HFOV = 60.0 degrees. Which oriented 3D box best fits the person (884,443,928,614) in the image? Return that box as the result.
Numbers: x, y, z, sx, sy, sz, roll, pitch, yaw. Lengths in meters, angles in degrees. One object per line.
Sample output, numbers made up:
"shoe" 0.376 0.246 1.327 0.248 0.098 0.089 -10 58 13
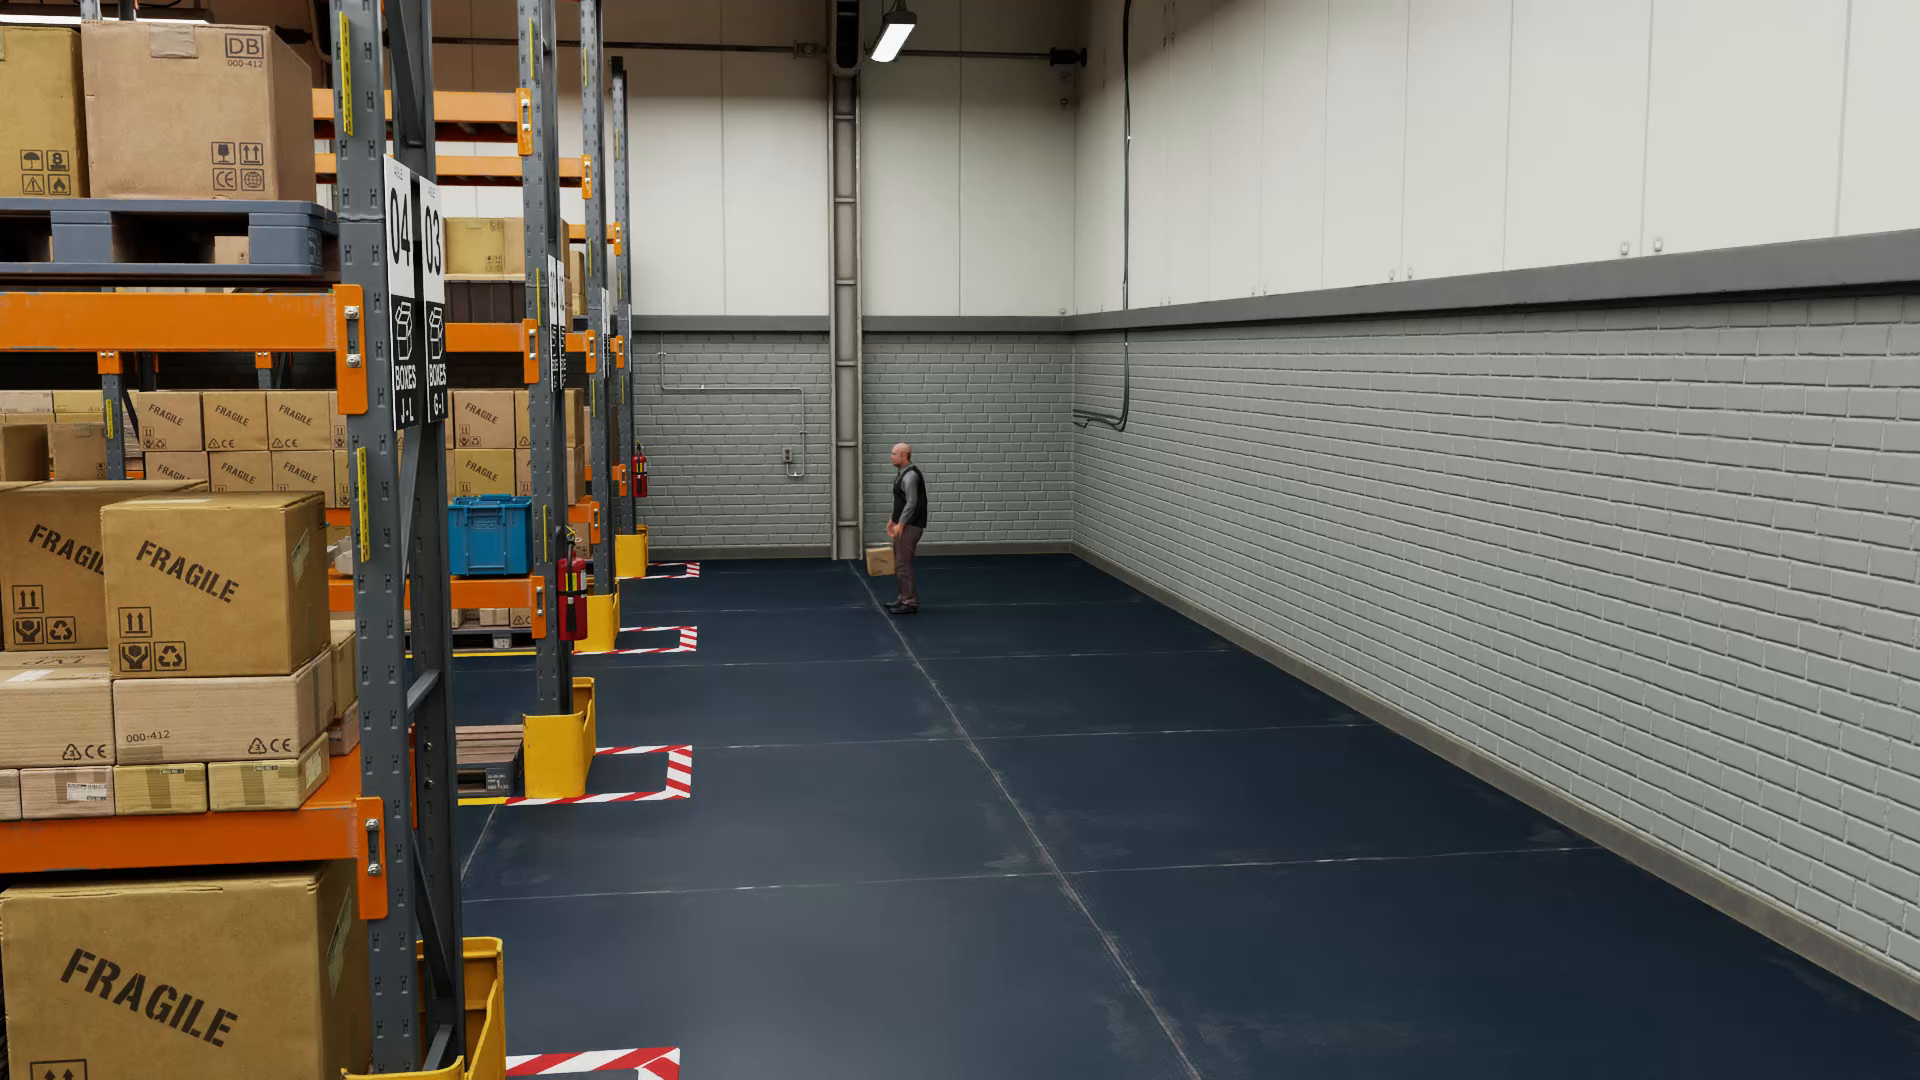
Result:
"person" -0.542 -0.128 16.935 0.420 1.725 0.560 -1 7 -10
